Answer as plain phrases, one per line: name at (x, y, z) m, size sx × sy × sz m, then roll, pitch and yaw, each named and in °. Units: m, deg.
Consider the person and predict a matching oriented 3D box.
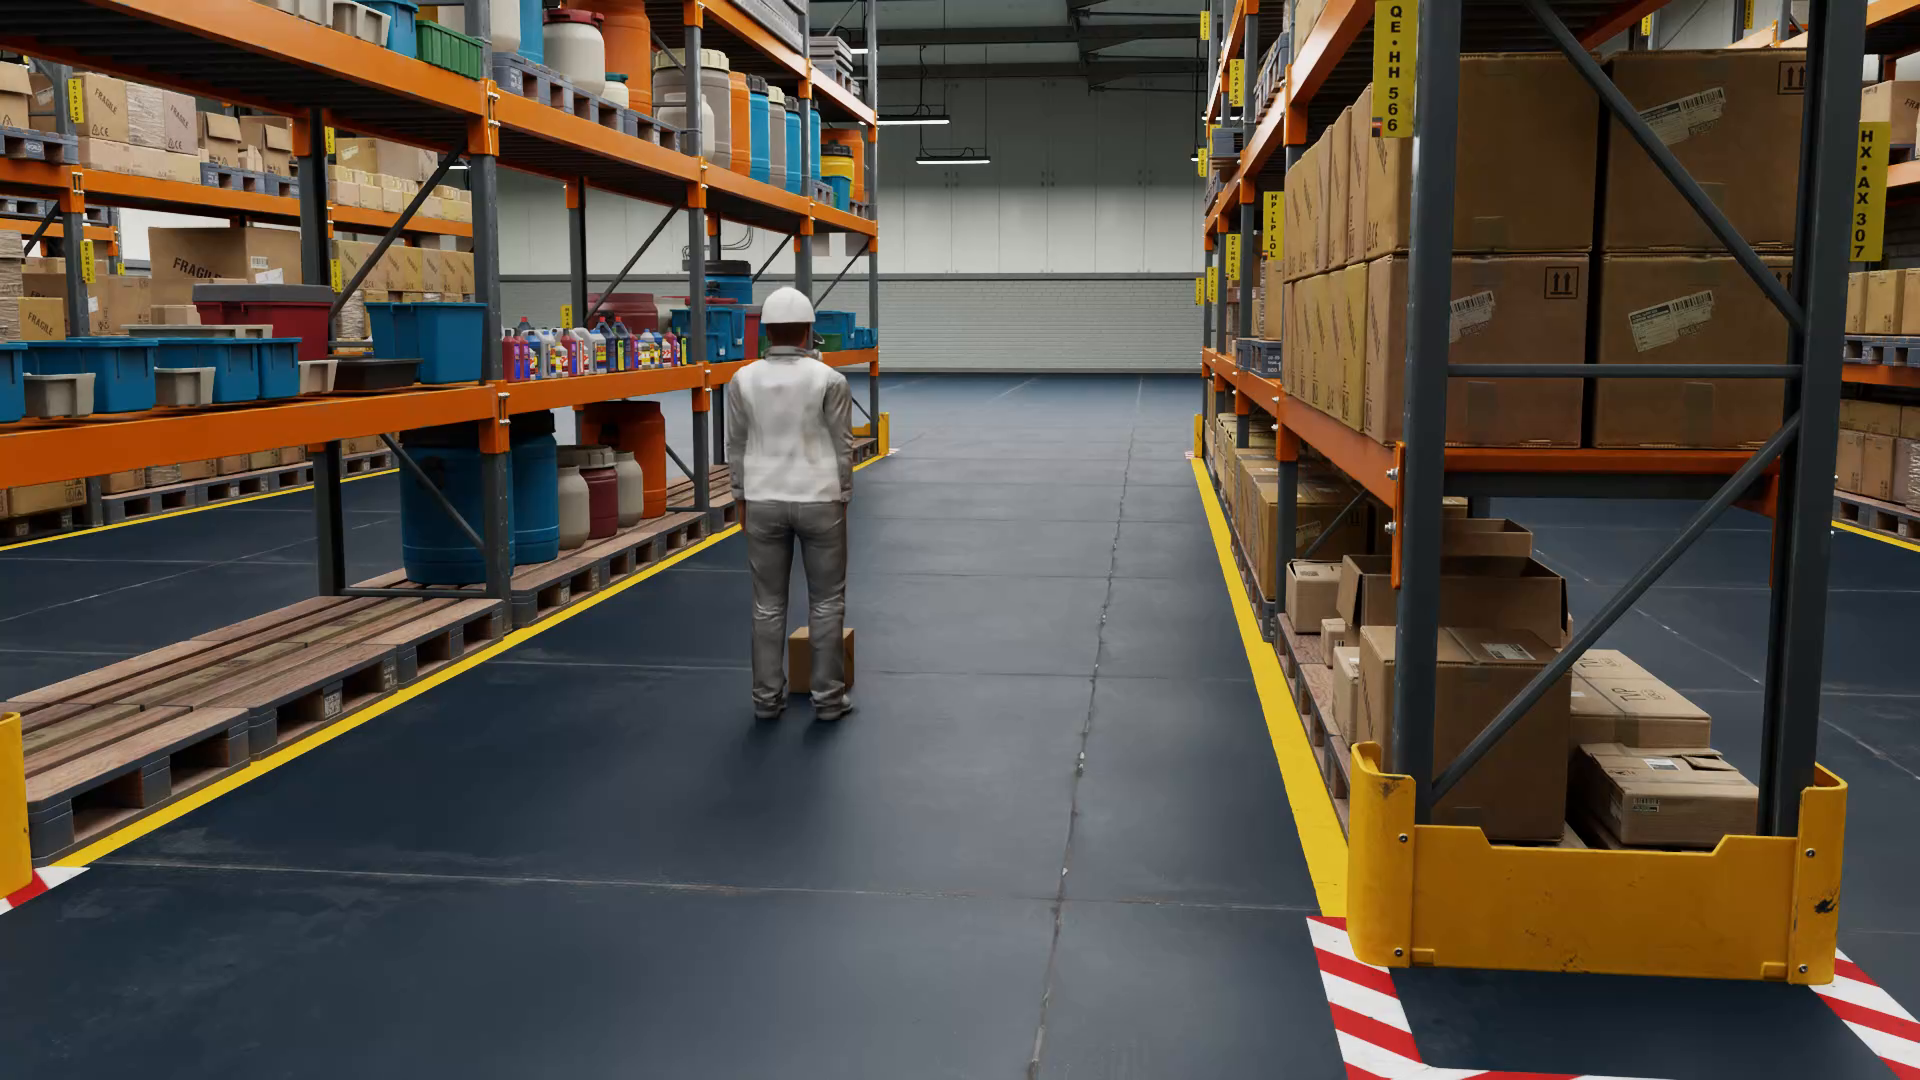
person at (-0.694, -0.148, 6.853) m, size 0.533 × 1.764 × 0.358 m, roll 1°, pitch 8°, yaw 8°
